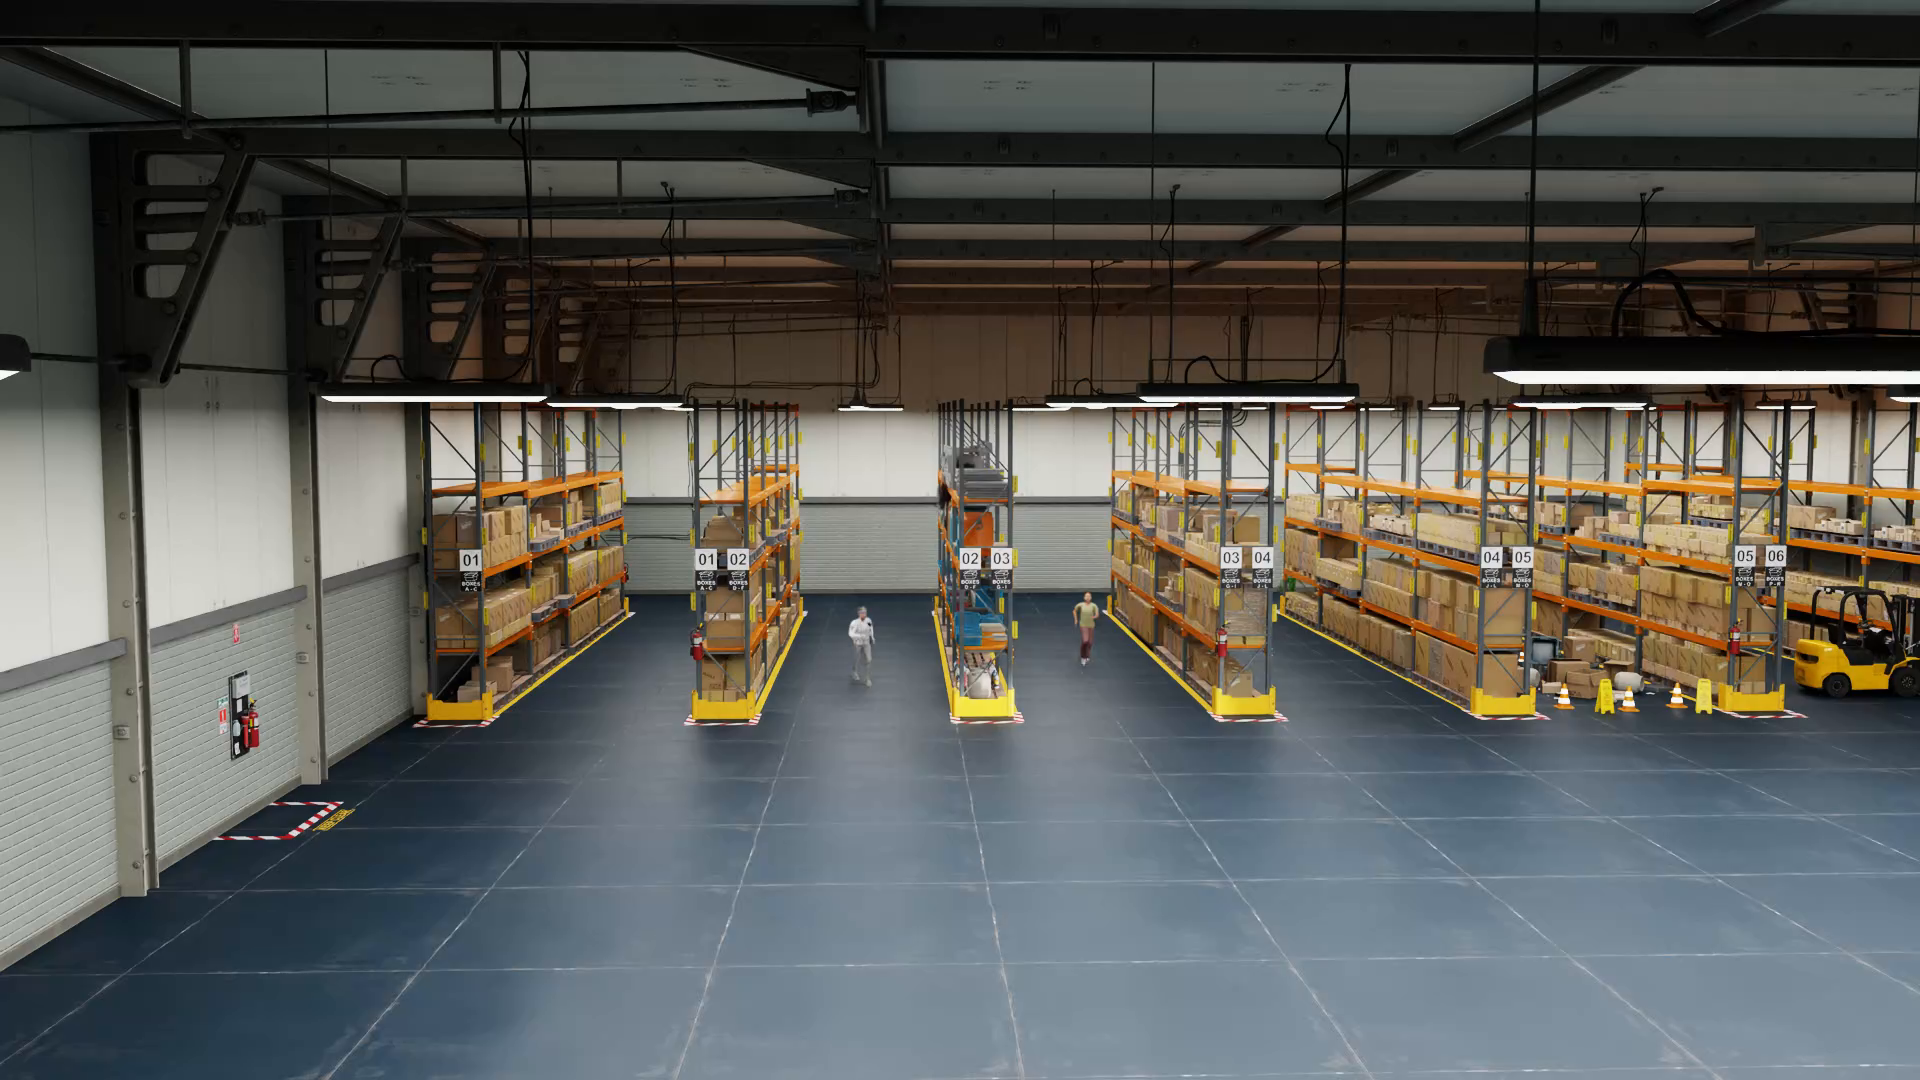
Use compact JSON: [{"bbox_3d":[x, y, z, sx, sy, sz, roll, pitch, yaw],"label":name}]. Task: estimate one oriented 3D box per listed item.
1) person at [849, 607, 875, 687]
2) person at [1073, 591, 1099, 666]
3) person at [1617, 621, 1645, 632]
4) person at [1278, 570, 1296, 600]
[{"bbox_3d":[-2.097,2.220,35.195,0.610,1.678,0.951,-2,5,-21],"label":"person"},{"bbox_3d":[2.903,2.010,37.926,0.531,1.688,0.688,-1,4,-12],"label":"person"},{"bbox_3d":[17.505,1.544,43.295,0.647,1.790,0.973,-2,5,-20],"label":"person"},{"bbox_3d":[9.743,1.090,49.246,0.724,1.749,0.636,-3,5,-34],"label":"person"}]
